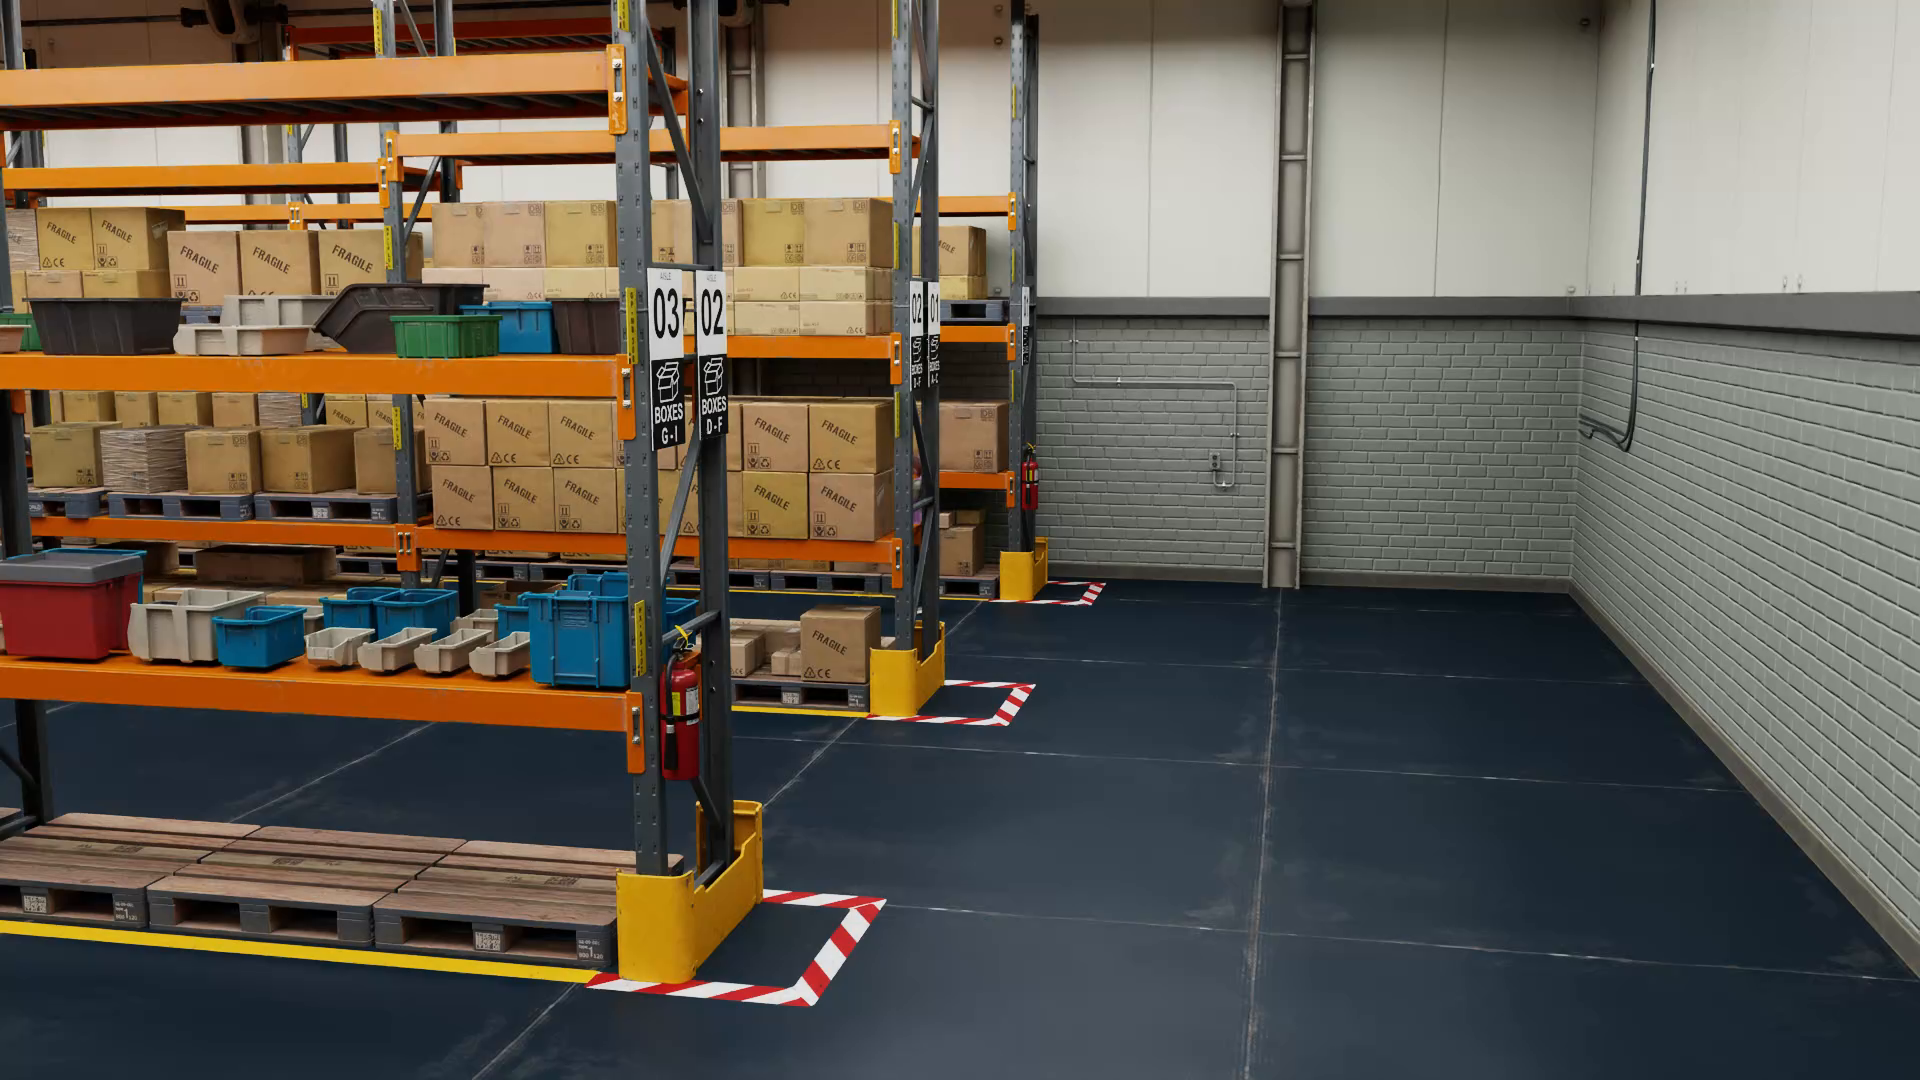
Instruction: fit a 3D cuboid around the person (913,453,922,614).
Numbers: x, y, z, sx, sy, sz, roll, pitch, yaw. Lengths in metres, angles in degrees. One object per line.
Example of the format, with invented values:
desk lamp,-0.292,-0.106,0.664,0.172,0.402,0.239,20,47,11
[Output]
person,-0.492,-0.065,16.361,0.490,1.588,0.404,2,8,12
